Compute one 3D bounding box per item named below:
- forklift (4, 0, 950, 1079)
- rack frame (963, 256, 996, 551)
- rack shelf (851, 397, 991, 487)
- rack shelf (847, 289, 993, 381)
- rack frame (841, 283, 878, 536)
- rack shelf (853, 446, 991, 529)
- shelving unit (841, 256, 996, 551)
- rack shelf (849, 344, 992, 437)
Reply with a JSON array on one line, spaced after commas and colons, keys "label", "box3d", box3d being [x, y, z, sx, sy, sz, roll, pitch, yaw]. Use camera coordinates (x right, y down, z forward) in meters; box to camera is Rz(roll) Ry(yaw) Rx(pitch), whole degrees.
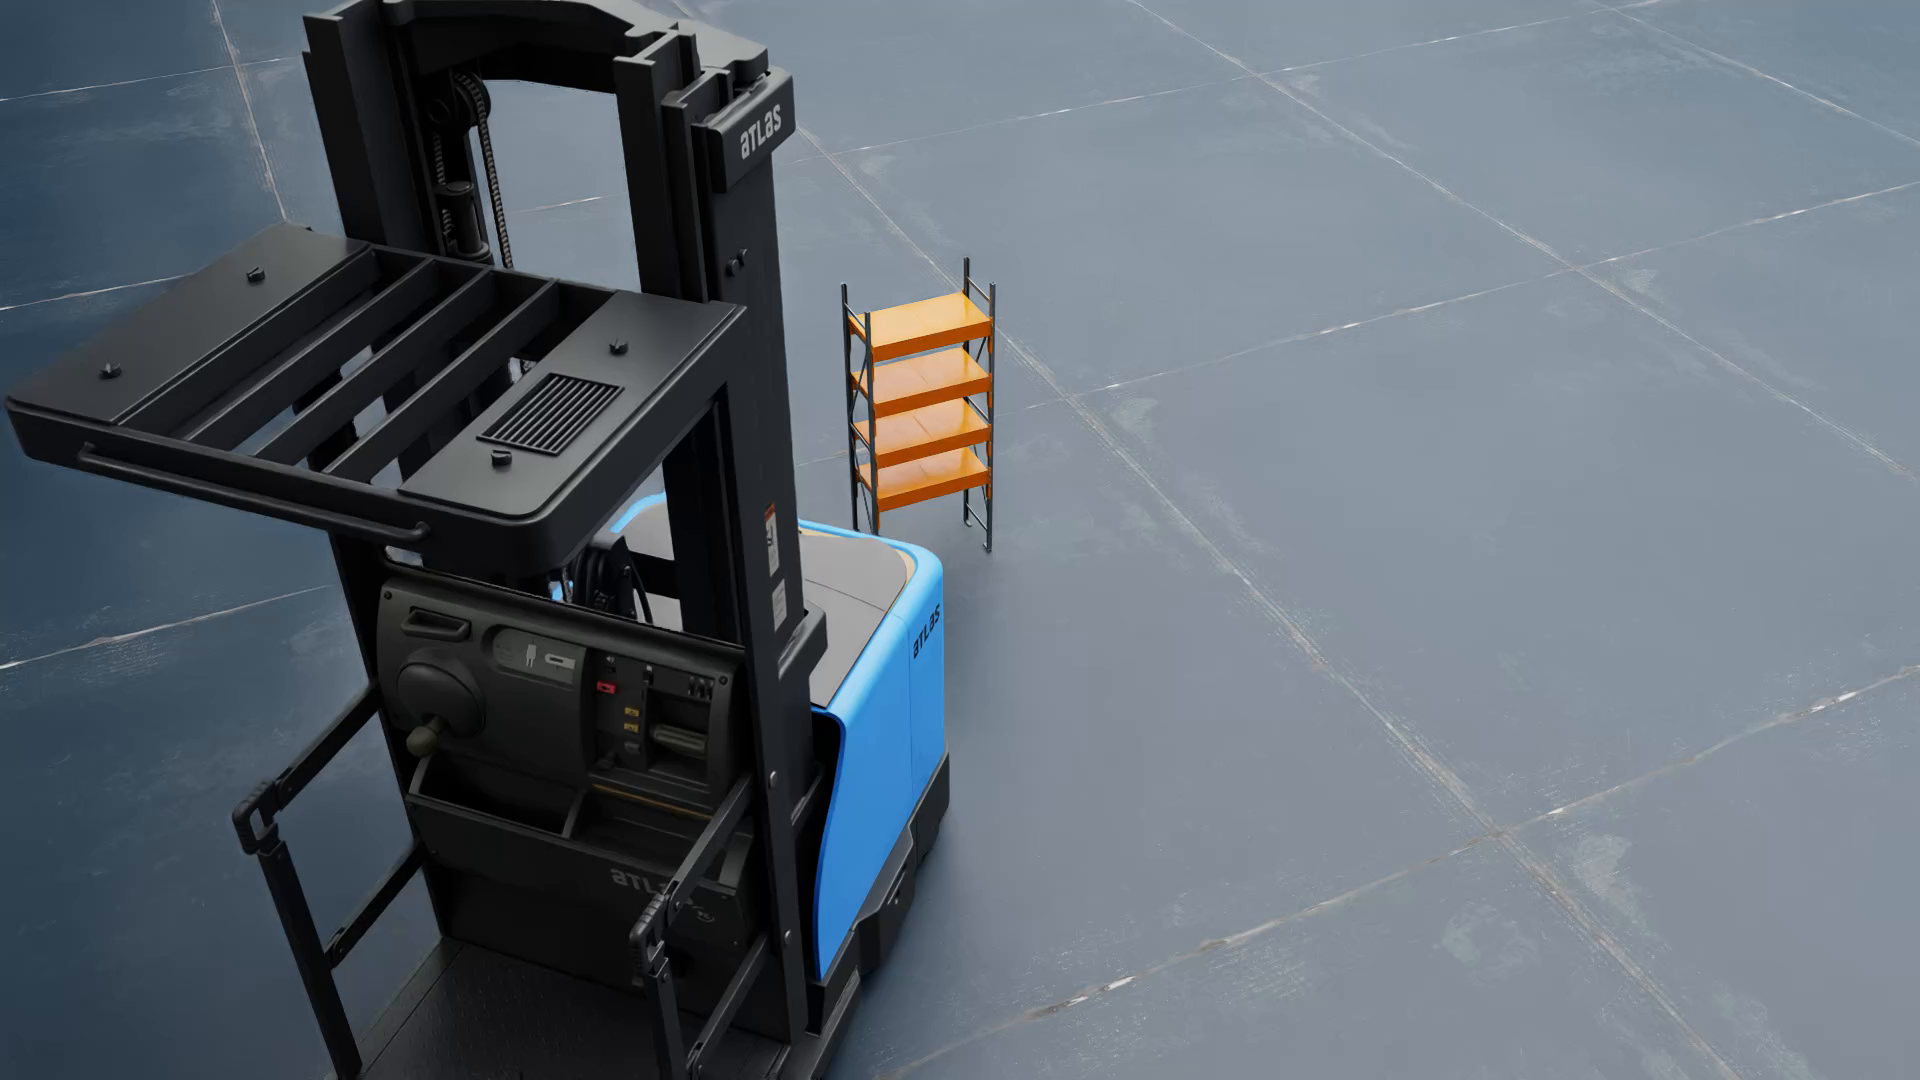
[{"label": "forklift", "box3d": [-1.019, 0.438, 3.699, 1.130, 2.935, 3.031, 12, 38, 16]}, {"label": "rack frame", "box3d": [0.071, -0.502, 6.419, 0.015, 1.200, 0.240, -16, 39, -20]}, {"label": "rack shelf", "box3d": [-0.150, -0.386, 6.376, 0.480, 0.148, 0.258, -16, 39, -20]}, {"label": "rack shelf", "box3d": [-0.150, -0.756, 6.102, 0.480, 0.148, 0.258, -16, 39, -20]}, {"label": "rack frame", "box3d": [-0.371, -0.378, 6.253, 0.015, 1.200, 0.240, -16, 39, -20]}, {"label": "rack shelf", "box3d": [-0.150, -0.226, 6.494, 0.480, 0.148, 0.258, -16, 39, -20]}, {"label": "shelving unit", "box3d": [-0.150, -0.440, 6.336, 0.503, 1.200, 0.258, -16, 39, -20]}, {"label": "rack shelf", "box3d": [-0.150, -0.566, 6.243, 0.480, 0.148, 0.258, -16, 39, -20]}]
